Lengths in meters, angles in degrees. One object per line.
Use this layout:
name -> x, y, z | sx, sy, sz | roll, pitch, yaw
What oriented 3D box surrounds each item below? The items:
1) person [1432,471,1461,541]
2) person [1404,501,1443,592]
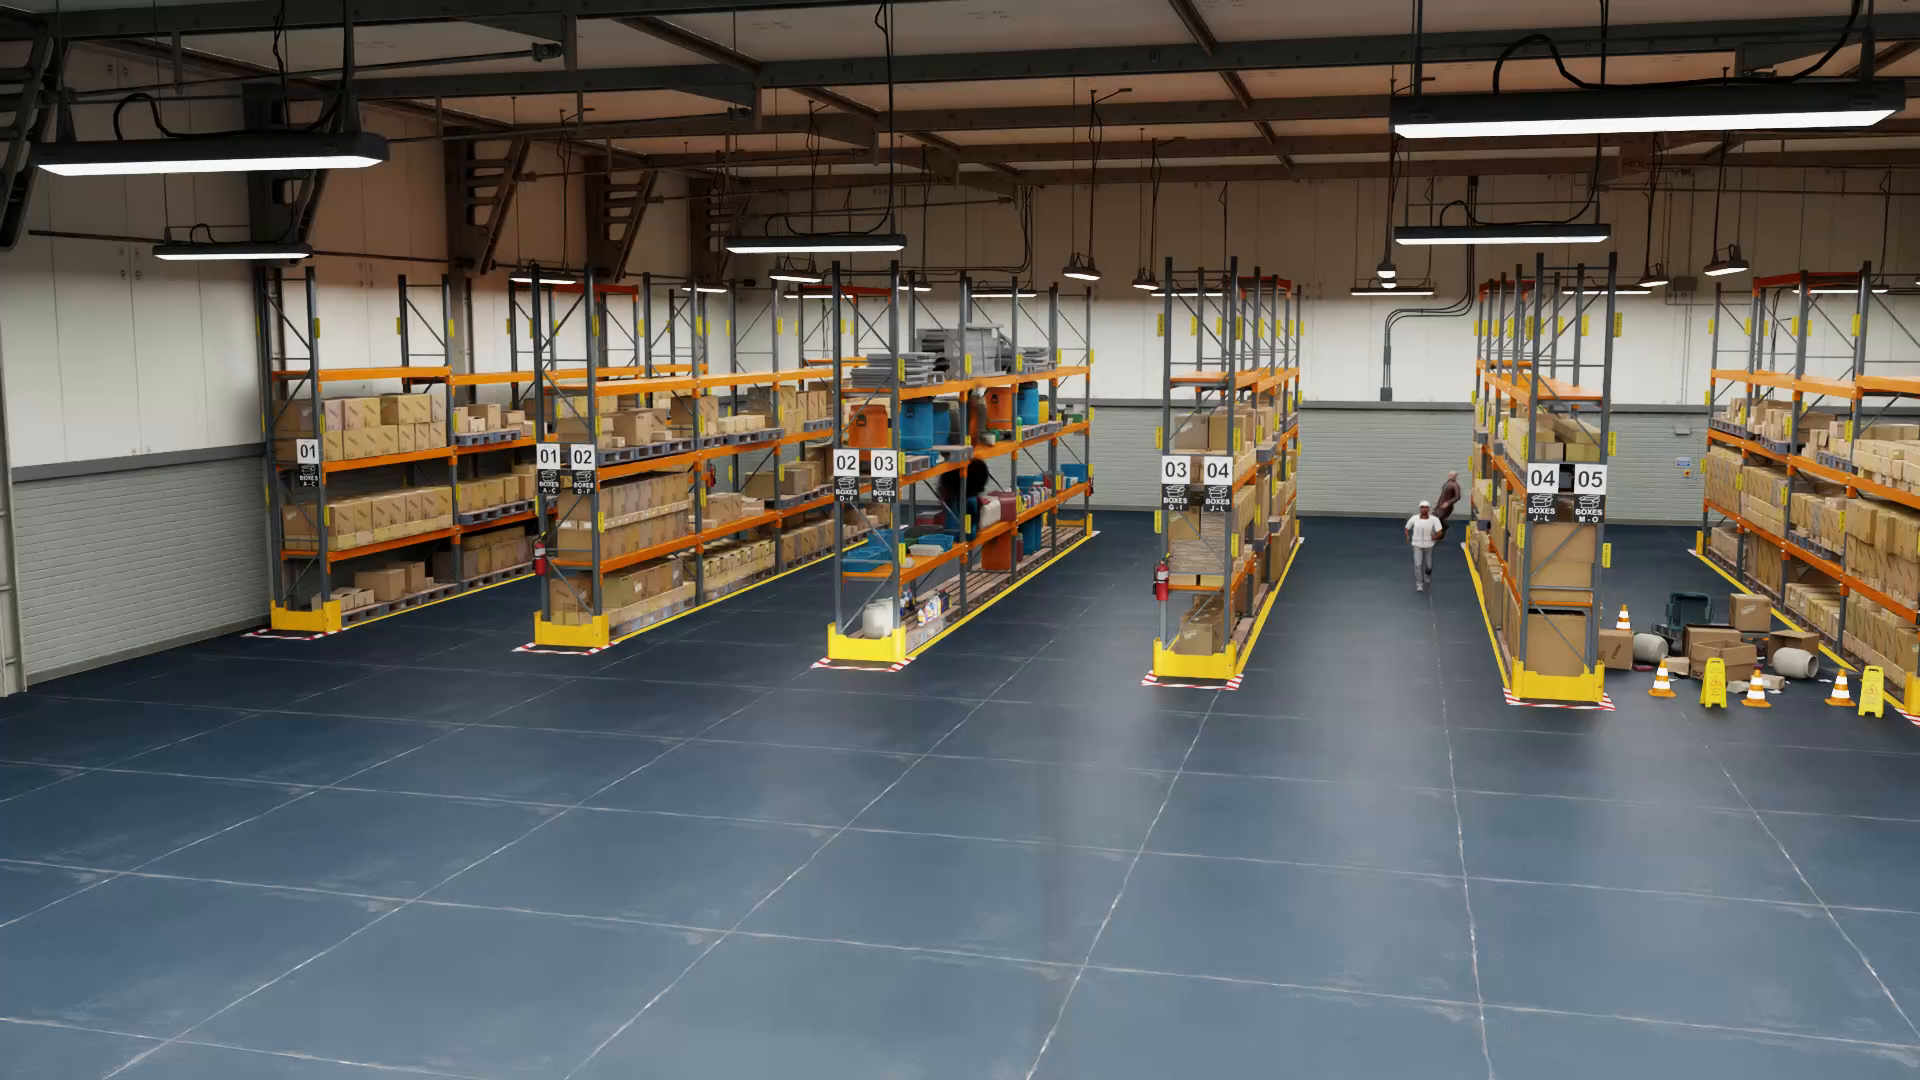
person -> 11.382, -0.702, 39.060 | 0.551, 1.506, 0.753 | -1, 7, -5
person -> 8.872, 0.107, 31.880 | 0.712, 1.733, 0.795 | 2, 8, 17
